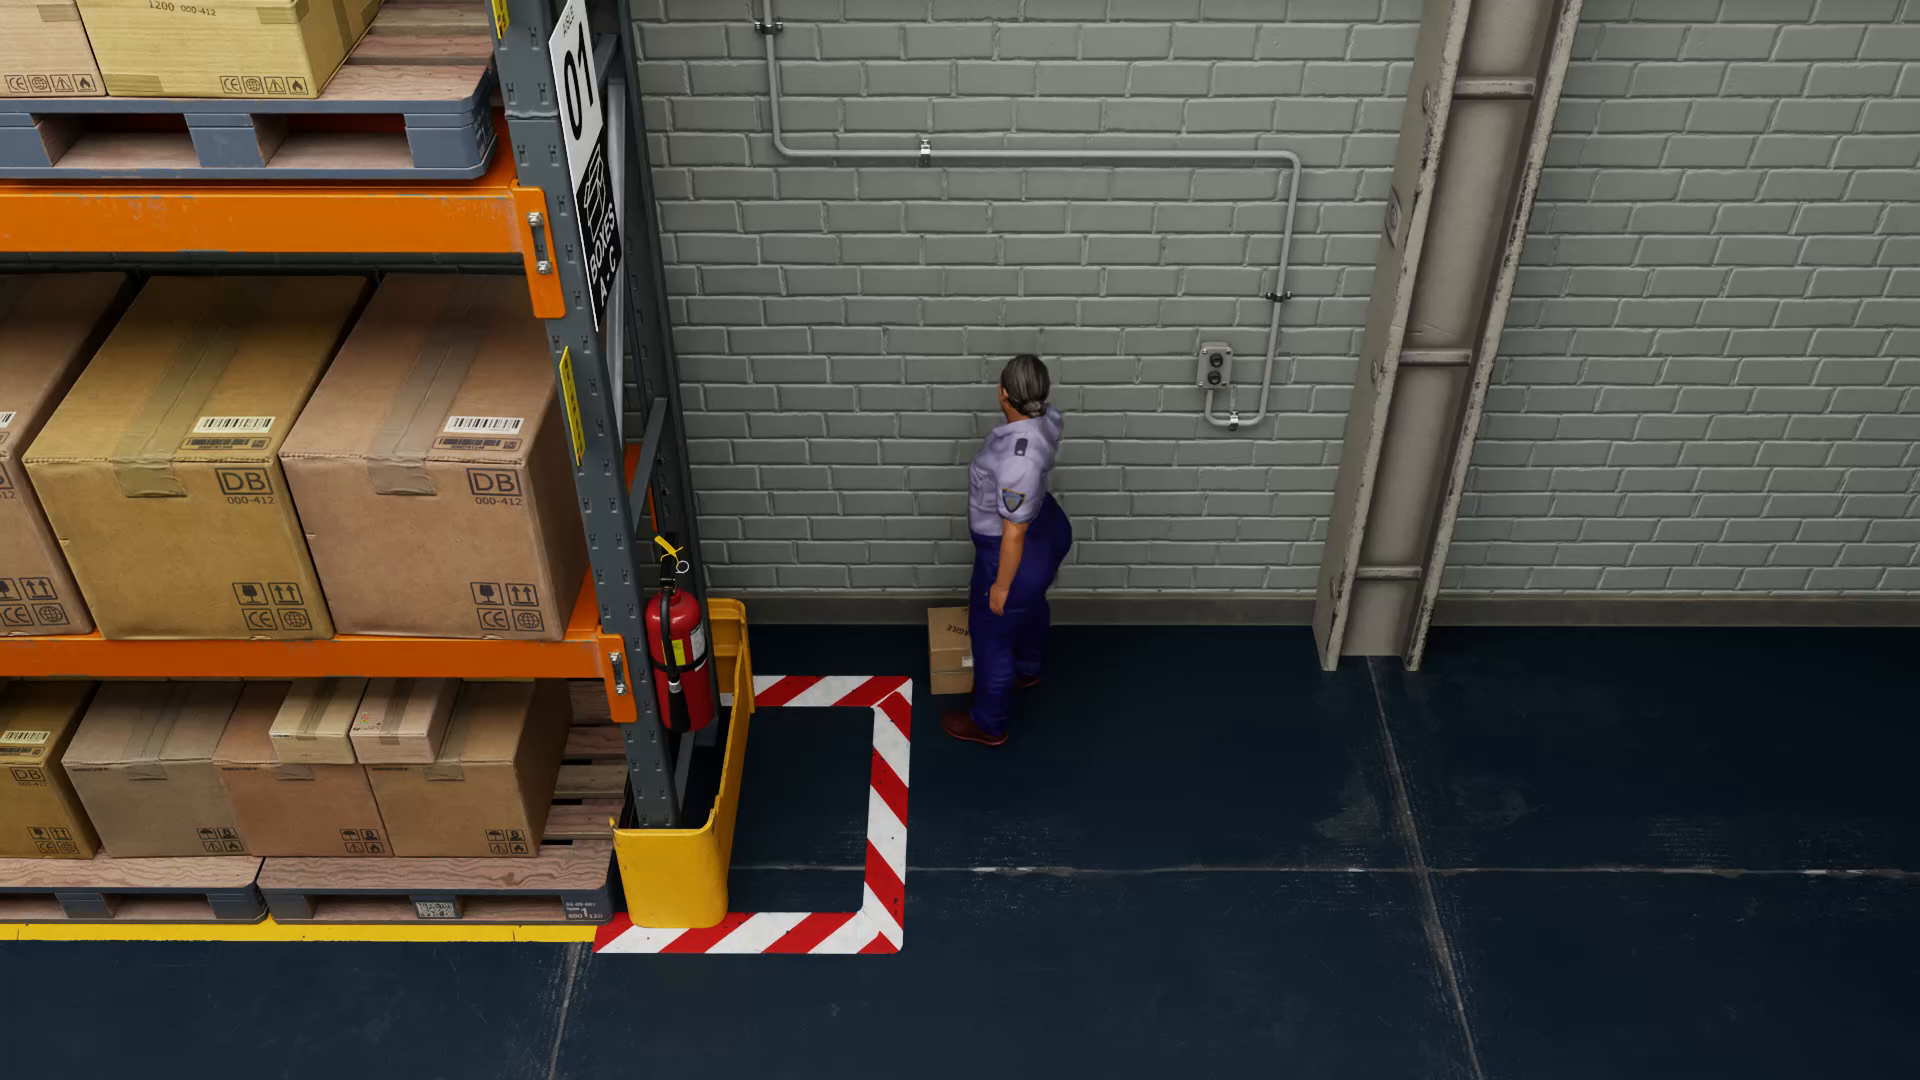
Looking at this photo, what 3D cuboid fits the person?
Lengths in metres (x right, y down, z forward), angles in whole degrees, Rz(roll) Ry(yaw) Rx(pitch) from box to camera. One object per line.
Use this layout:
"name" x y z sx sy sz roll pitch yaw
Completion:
"person" 0.179 0.034 6.118 0.420 1.660 0.513 14 42 17
